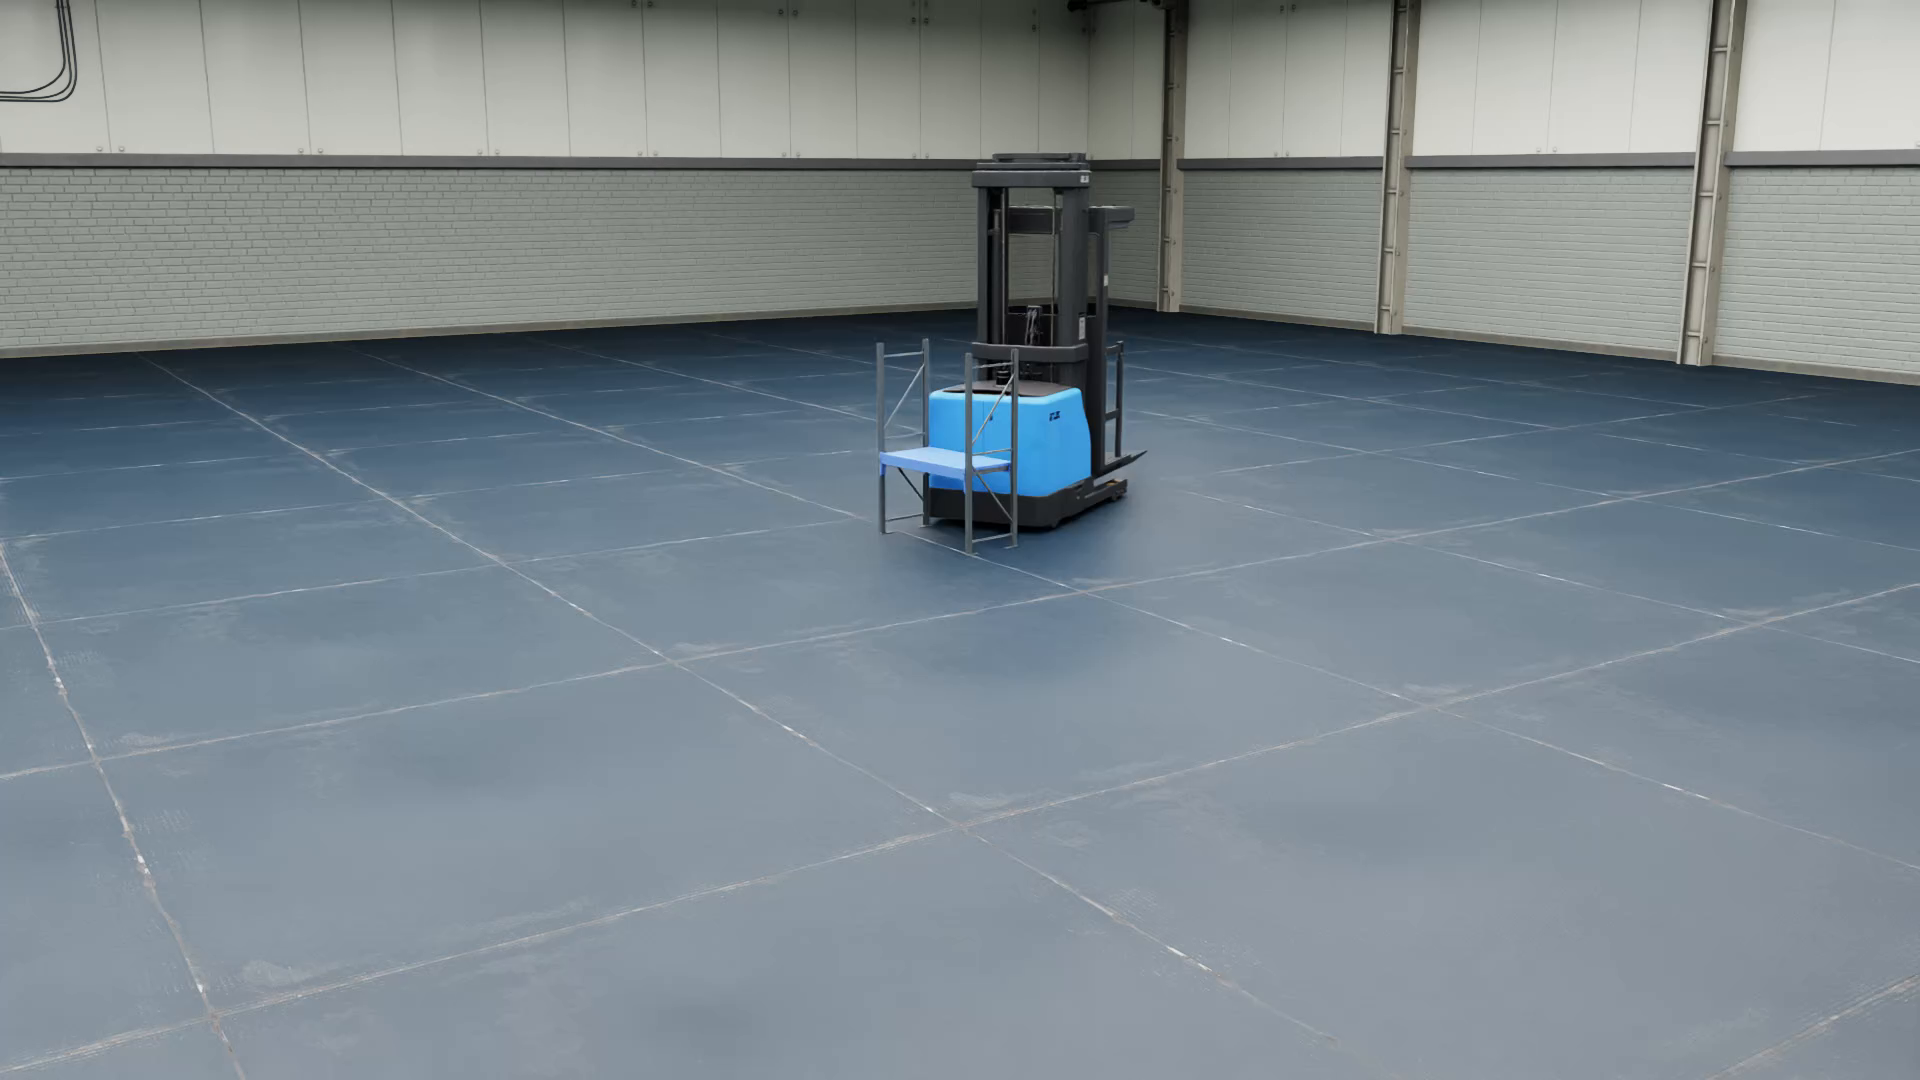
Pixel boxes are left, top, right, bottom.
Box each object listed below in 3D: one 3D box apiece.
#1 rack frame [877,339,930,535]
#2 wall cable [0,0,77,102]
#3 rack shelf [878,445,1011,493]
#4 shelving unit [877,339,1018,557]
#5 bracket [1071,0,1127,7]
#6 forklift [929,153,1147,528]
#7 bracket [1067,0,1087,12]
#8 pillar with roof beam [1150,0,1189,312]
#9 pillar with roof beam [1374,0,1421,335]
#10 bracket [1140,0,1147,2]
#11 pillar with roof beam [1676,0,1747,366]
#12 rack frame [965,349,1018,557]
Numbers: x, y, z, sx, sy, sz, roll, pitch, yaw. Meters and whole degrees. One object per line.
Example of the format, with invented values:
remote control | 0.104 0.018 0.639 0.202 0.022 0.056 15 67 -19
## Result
rack frame | -0.441 -0.808 13.044 0.500 1.500 0.032 -11 16 -40
wall cable | -14.502 -8.894 24.508 2.305 6.003 0.169 -8 15 -33
rack shelf | -0.103 -0.551 12.711 0.538 0.185 1.000 -11 16 -40
shelving unit | -0.103 -0.726 12.673 0.538 1.500 1.048 -11 16 -40
bracket | 2.829 -11.266 34.892 0.076 0.066 3.189 -8 15 -33
forklift | 0.817 -1.798 14.221 1.130 2.935 3.031 6 14 24
bracket | 2.502 -11.372 35.372 0.235 0.232 0.430 -8 15 -33
pillar with roof beam | 0.757 -8.650 31.354 9.100 9.000 0.548 -8 15 -33
pillar with roof beam | 4.081 -7.583 26.474 9.100 9.000 0.400 -8 15 -33
bracket | 3.815 -10.950 33.445 0.235 0.232 0.430 -8 15 -33
pillar with roof beam | 7.405 -6.516 21.595 9.100 9.000 0.400 -8 15 -33
rack frame | 0.235 -0.645 12.302 0.500 1.500 0.032 -11 16 -40
